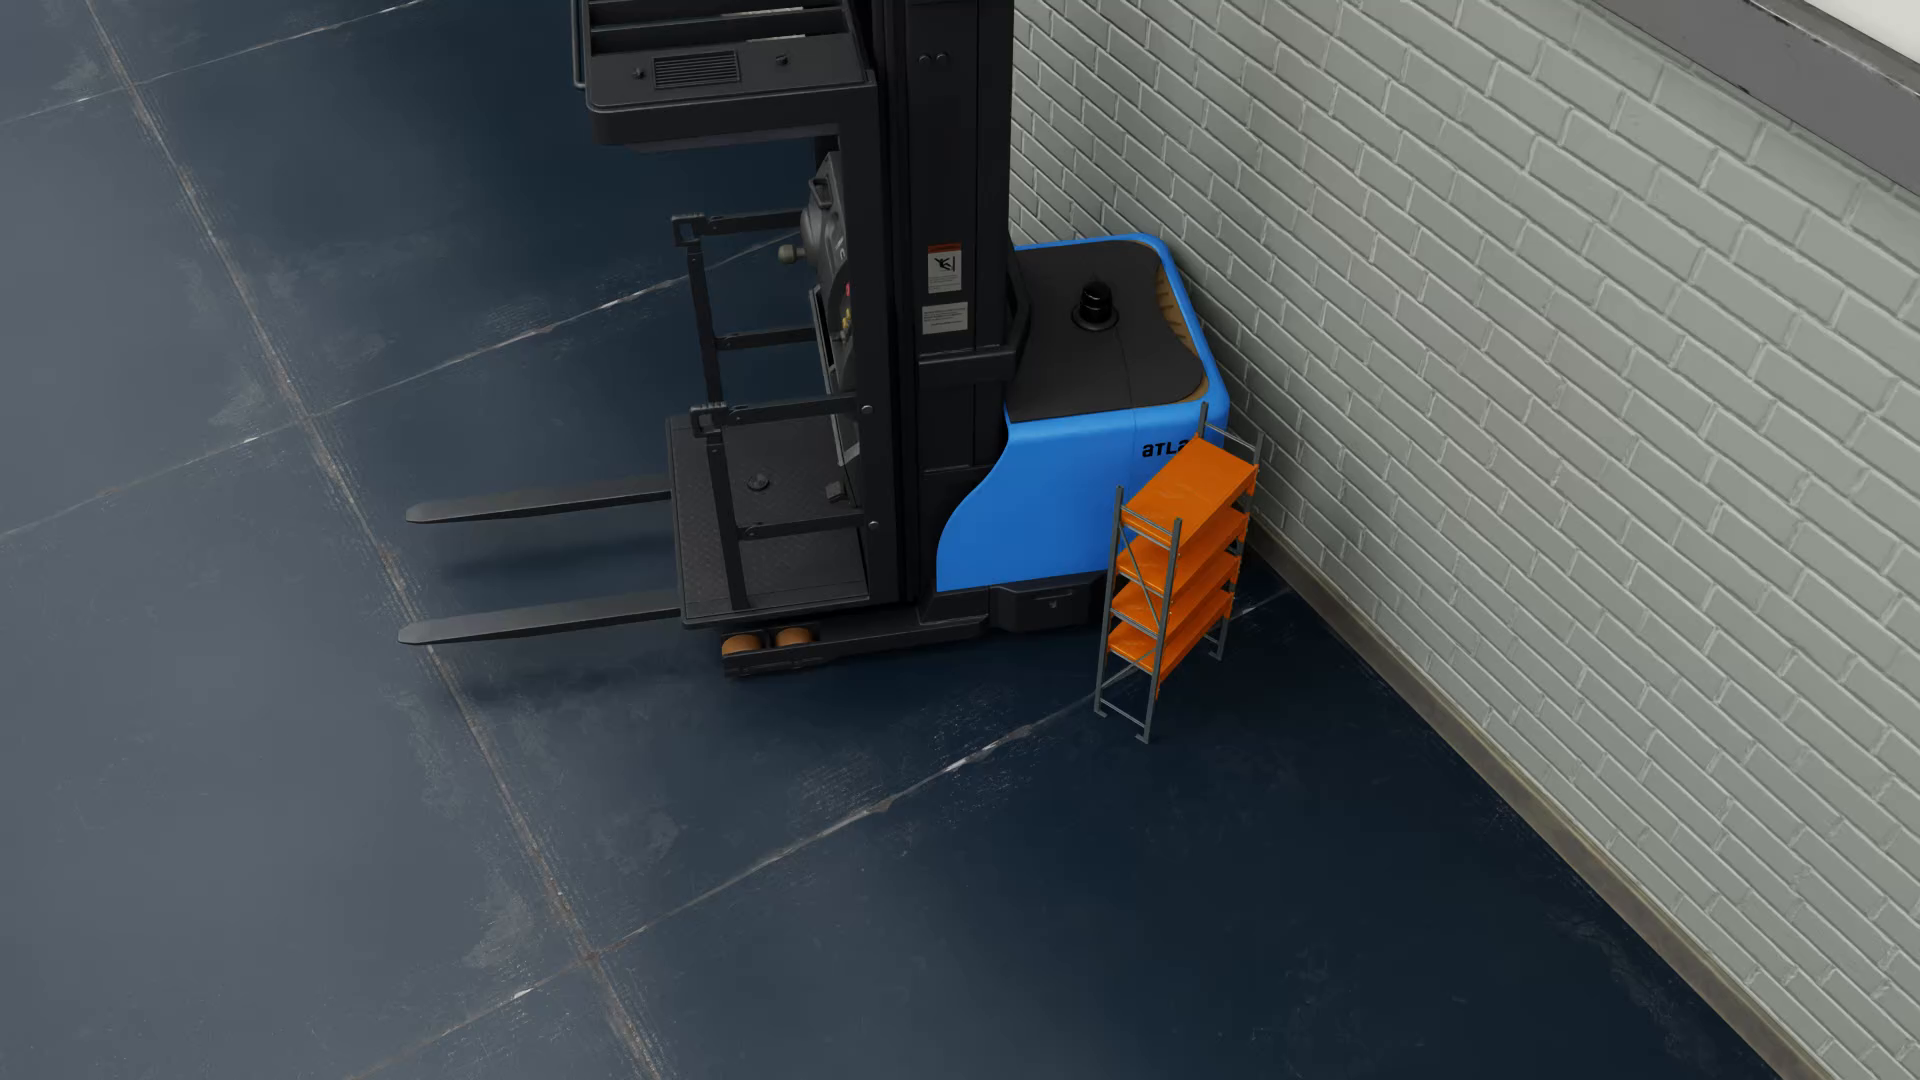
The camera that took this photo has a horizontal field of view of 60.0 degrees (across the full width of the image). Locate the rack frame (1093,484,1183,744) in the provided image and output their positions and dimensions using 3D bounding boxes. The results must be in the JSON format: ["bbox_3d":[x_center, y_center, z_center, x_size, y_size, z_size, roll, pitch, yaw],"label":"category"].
[{"bbox_3d":[0.591,0.283,5.640,0.240,1.200,0.015,31,55,25],"label":"rack frame"}]

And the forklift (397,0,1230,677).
[{"bbox_3d":[-0.618,-0.894,5.529,3.031,2.935,1.130,-7,49,-7],"label":"forklift"}]

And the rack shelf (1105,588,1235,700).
[{"bbox_3d":[0.743,0.318,5.965,0.258,0.148,0.480,31,55,25],"label":"rack shelf"}]

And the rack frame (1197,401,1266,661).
[{"bbox_3d":[0.895,-0.001,5.893,0.240,1.200,0.015,31,55,25],"label":"rack frame"}]

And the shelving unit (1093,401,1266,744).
[{"bbox_3d":[0.743,0.141,5.766,0.258,1.200,0.503,31,55,25],"label":"shelving unit"}]

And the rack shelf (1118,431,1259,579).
[{"bbox_3d":[0.743,-0.120,5.473,0.258,0.148,0.480,31,55,25],"label":"rack shelf"}]

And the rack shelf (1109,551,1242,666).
[{"bbox_3d":[0.743,0.186,5.817,0.258,0.148,0.480,31,55,25],"label":"rack shelf"}]

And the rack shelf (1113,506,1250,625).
[{"bbox_3d":[0.743,0.037,5.650,0.258,0.148,0.480,31,55,25],"label":"rack shelf"}]
